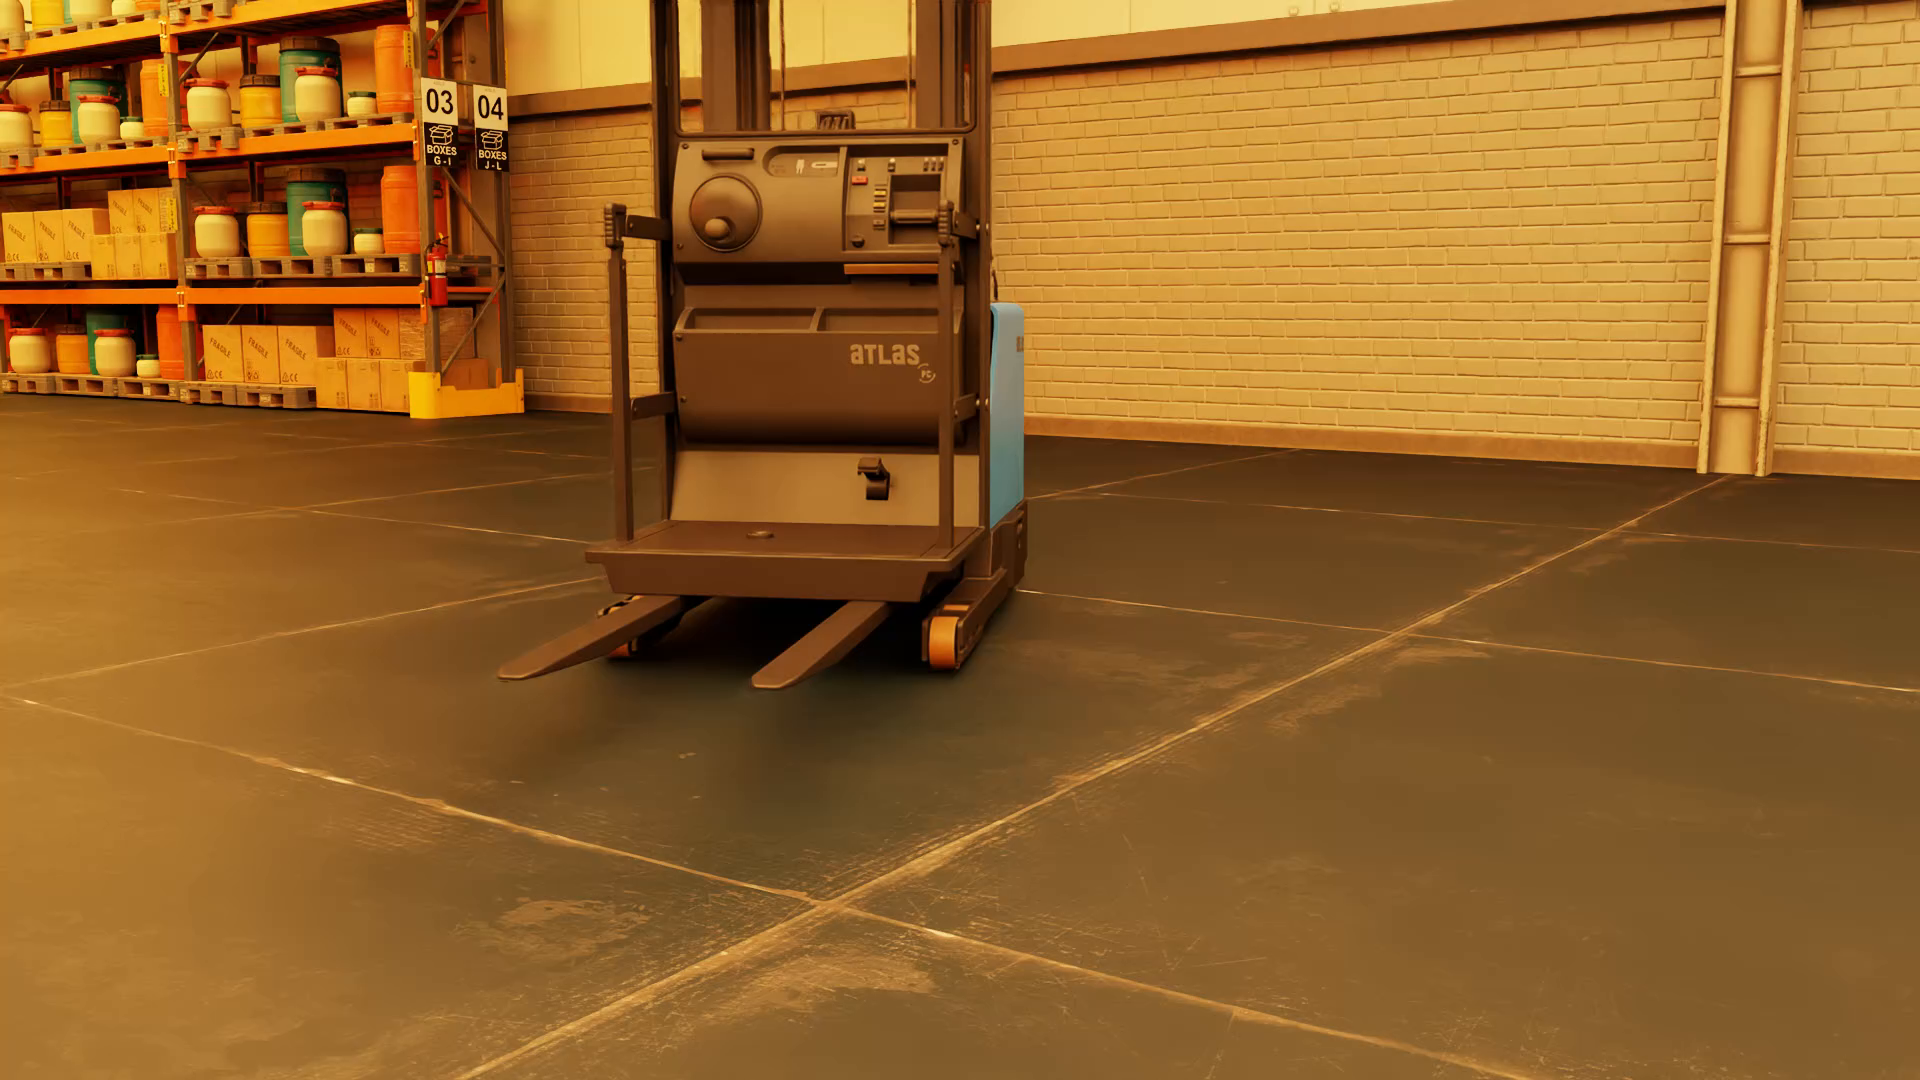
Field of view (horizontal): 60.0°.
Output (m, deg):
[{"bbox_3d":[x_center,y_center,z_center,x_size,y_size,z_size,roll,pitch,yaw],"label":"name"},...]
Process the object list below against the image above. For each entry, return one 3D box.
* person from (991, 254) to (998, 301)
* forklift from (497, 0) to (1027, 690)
[{"bbox_3d":[0.053,-0.840,7.440,0.531,1.695,0.588,5,10,34],"label":"person"},{"bbox_3d":[-0.485,-1.119,5.064,1.130,2.935,3.031,1,8,9],"label":"forklift"}]
